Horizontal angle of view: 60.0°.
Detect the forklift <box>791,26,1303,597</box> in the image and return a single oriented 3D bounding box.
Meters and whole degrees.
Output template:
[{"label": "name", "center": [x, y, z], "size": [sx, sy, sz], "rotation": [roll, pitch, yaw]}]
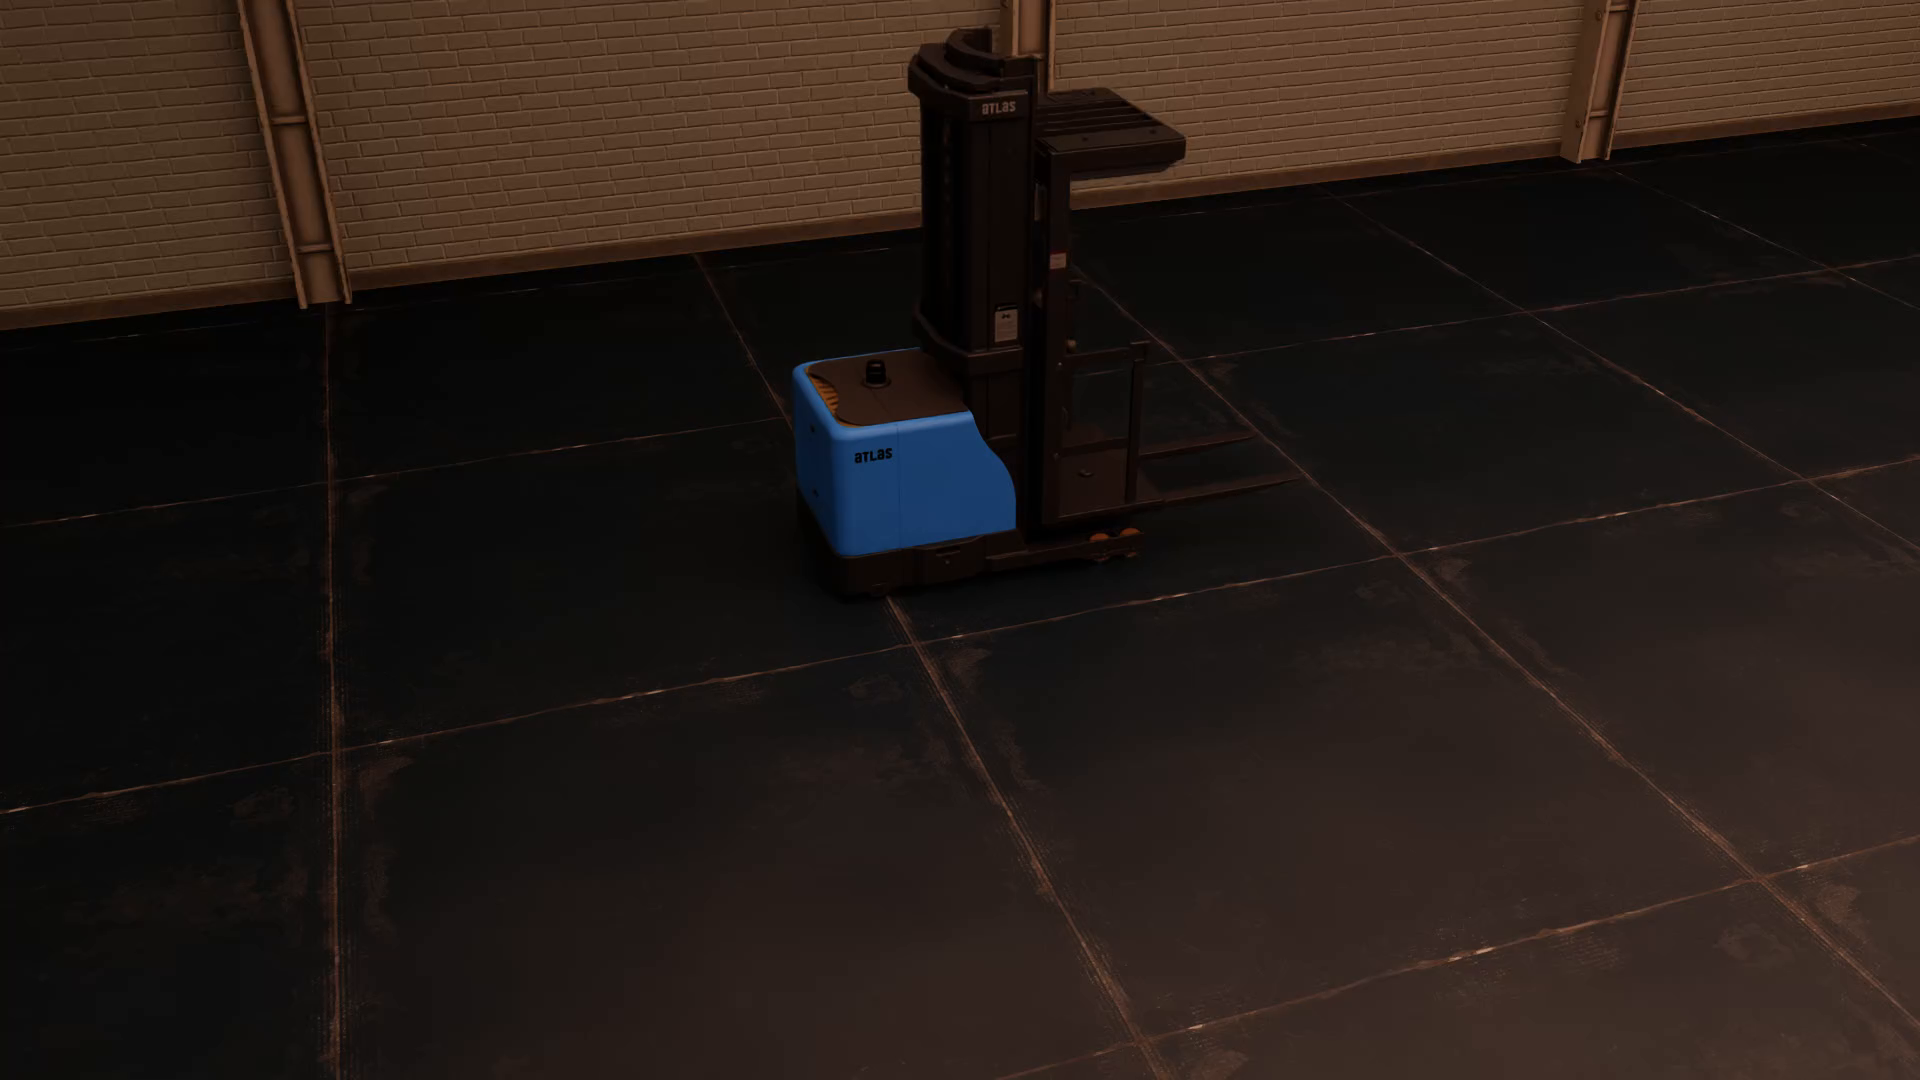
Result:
[{"label": "forklift", "center": [0.582, -1.380, 9.485], "size": [3.031, 2.935, 1.130], "rotation": [-10, 31, -16]}]
